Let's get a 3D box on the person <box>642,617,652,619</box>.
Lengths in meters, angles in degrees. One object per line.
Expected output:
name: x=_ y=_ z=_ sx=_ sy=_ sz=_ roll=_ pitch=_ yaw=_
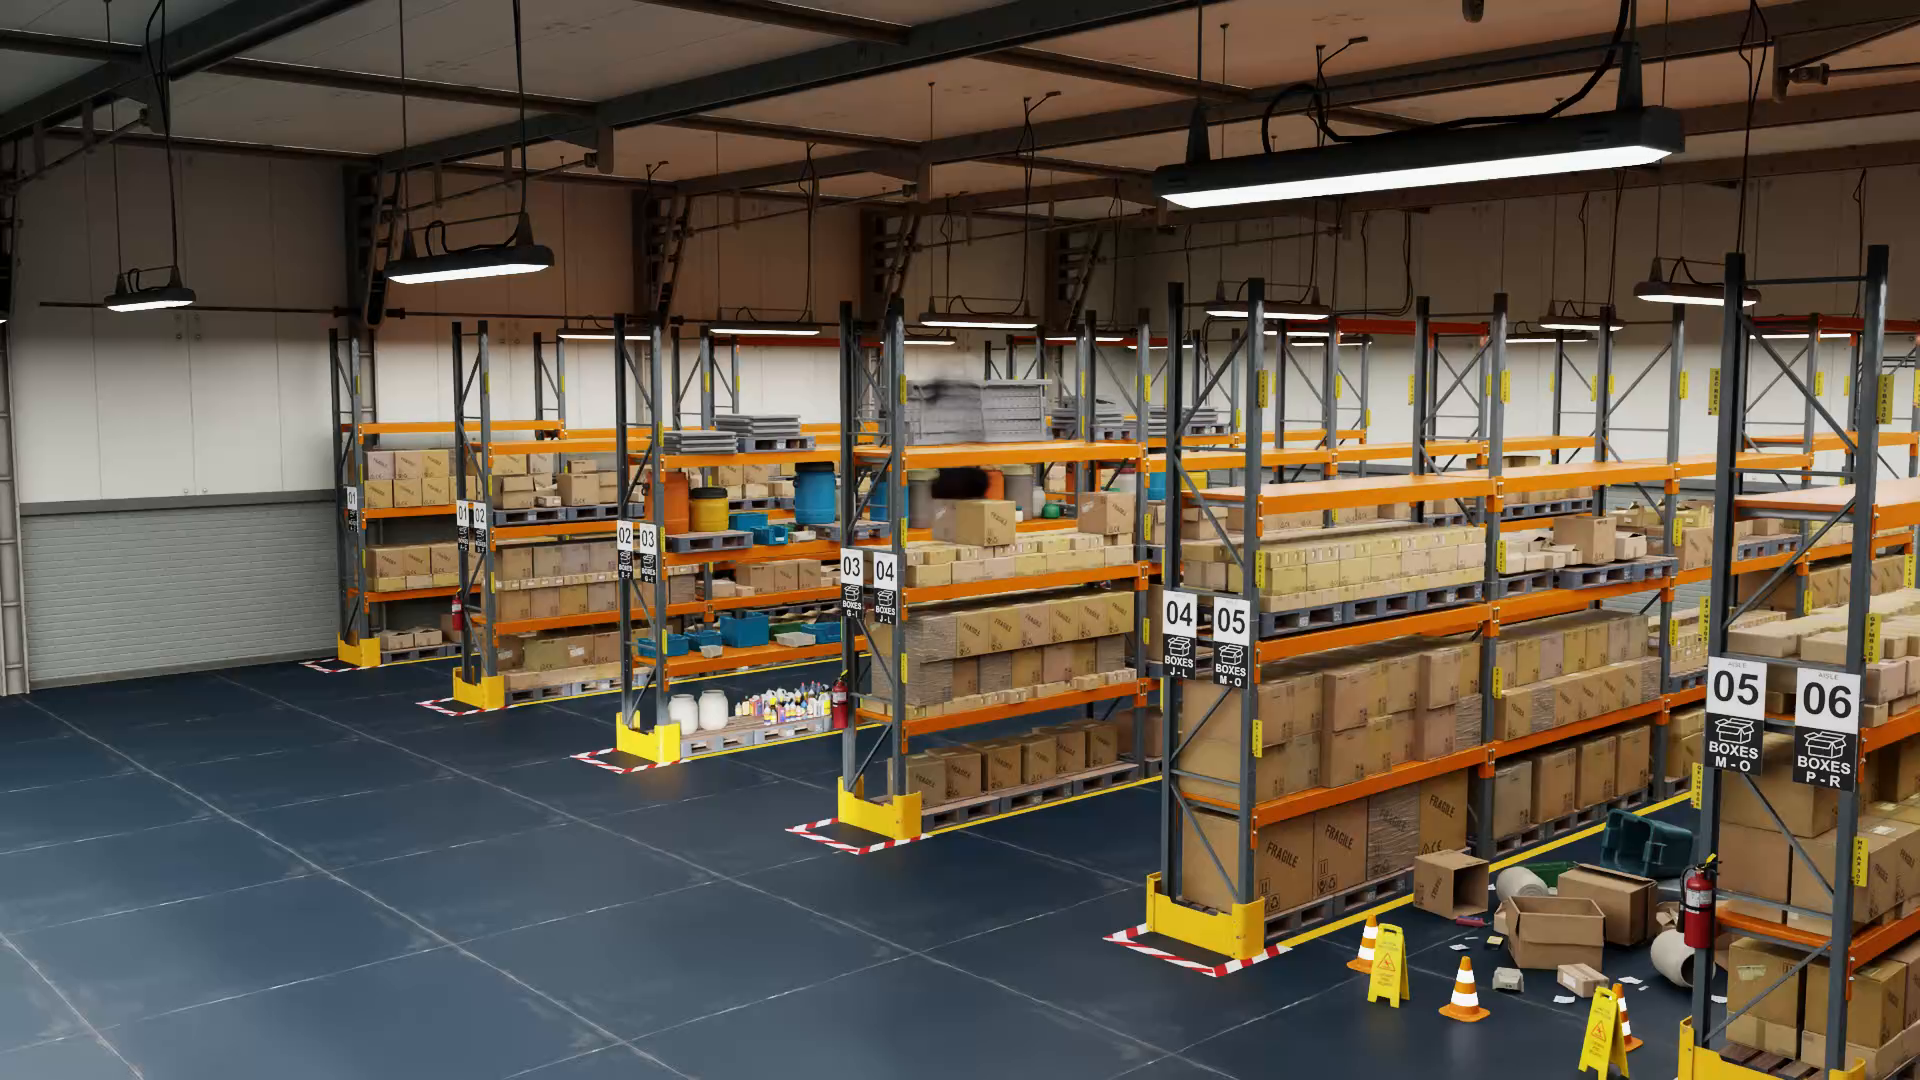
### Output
person: x=-5.693 y=1.427 z=30.250 sx=0.509 sy=1.550 sz=0.728 roll=5 pitch=8 yaw=42
